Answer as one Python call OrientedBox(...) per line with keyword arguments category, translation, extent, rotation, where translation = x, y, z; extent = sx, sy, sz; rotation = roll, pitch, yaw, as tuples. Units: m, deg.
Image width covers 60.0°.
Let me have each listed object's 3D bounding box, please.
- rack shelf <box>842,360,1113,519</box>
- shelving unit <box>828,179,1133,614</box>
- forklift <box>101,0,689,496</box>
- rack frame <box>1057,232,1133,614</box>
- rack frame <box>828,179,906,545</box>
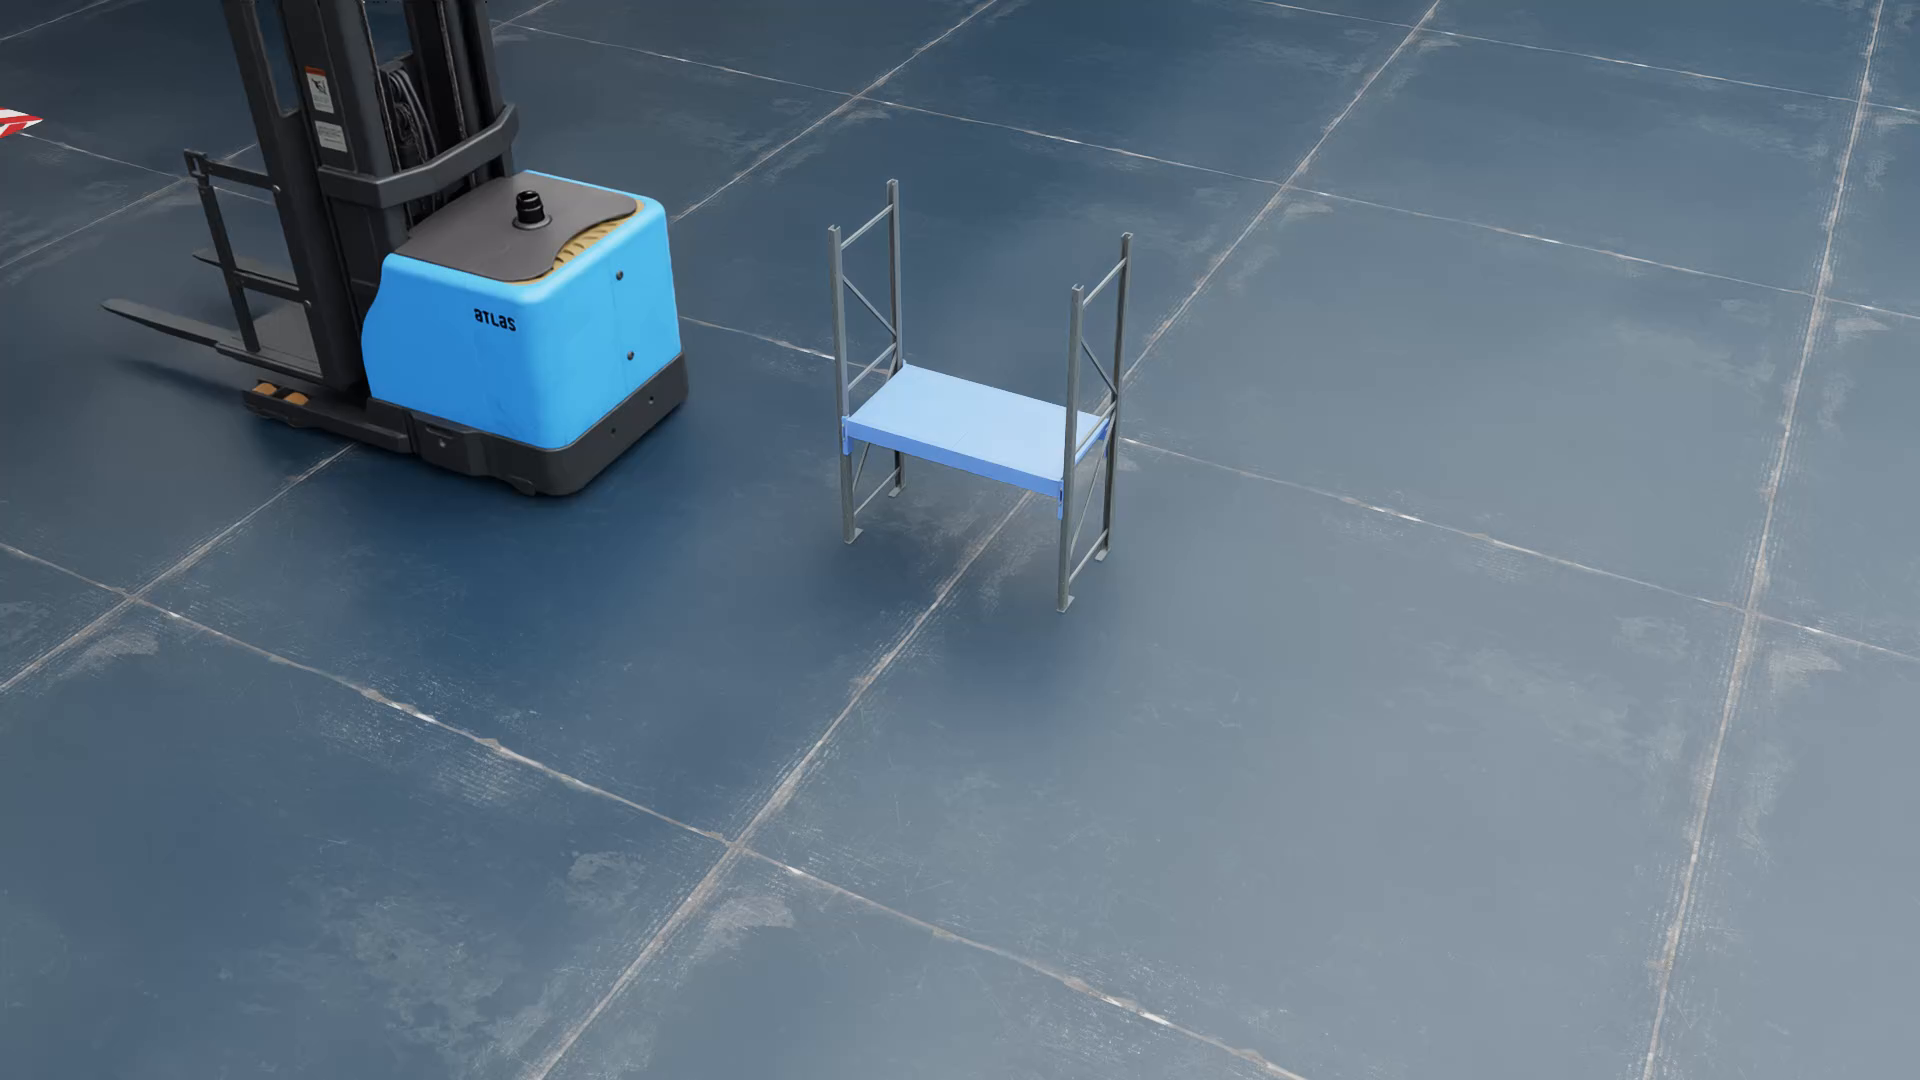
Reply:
OrientedBox(category="rack shelf", translation=(0.076, -0.430, 6.874), extent=(1.000, 0.185, 0.538), rotation=(17, 41, 21))
OrientedBox(category="shelving unit", translation=(0.076, -0.574, 6.765), extent=(1.048, 1.500, 0.538), rotation=(17, 41, 21))
OrientedBox(category="forklift", translation=(-2.871, -1.972, 7.423), extent=(3.031, 2.935, 1.130), rotation=(16, 40, 20))
OrientedBox(category="rack frame", translation=(0.527, -0.432, 6.579), extent=(0.032, 1.500, 0.500), rotation=(17, 41, 21))
OrientedBox(category="rack frame", translation=(-0.376, -0.715, 6.952), extent=(0.032, 1.500, 0.500), rotation=(17, 41, 21))
